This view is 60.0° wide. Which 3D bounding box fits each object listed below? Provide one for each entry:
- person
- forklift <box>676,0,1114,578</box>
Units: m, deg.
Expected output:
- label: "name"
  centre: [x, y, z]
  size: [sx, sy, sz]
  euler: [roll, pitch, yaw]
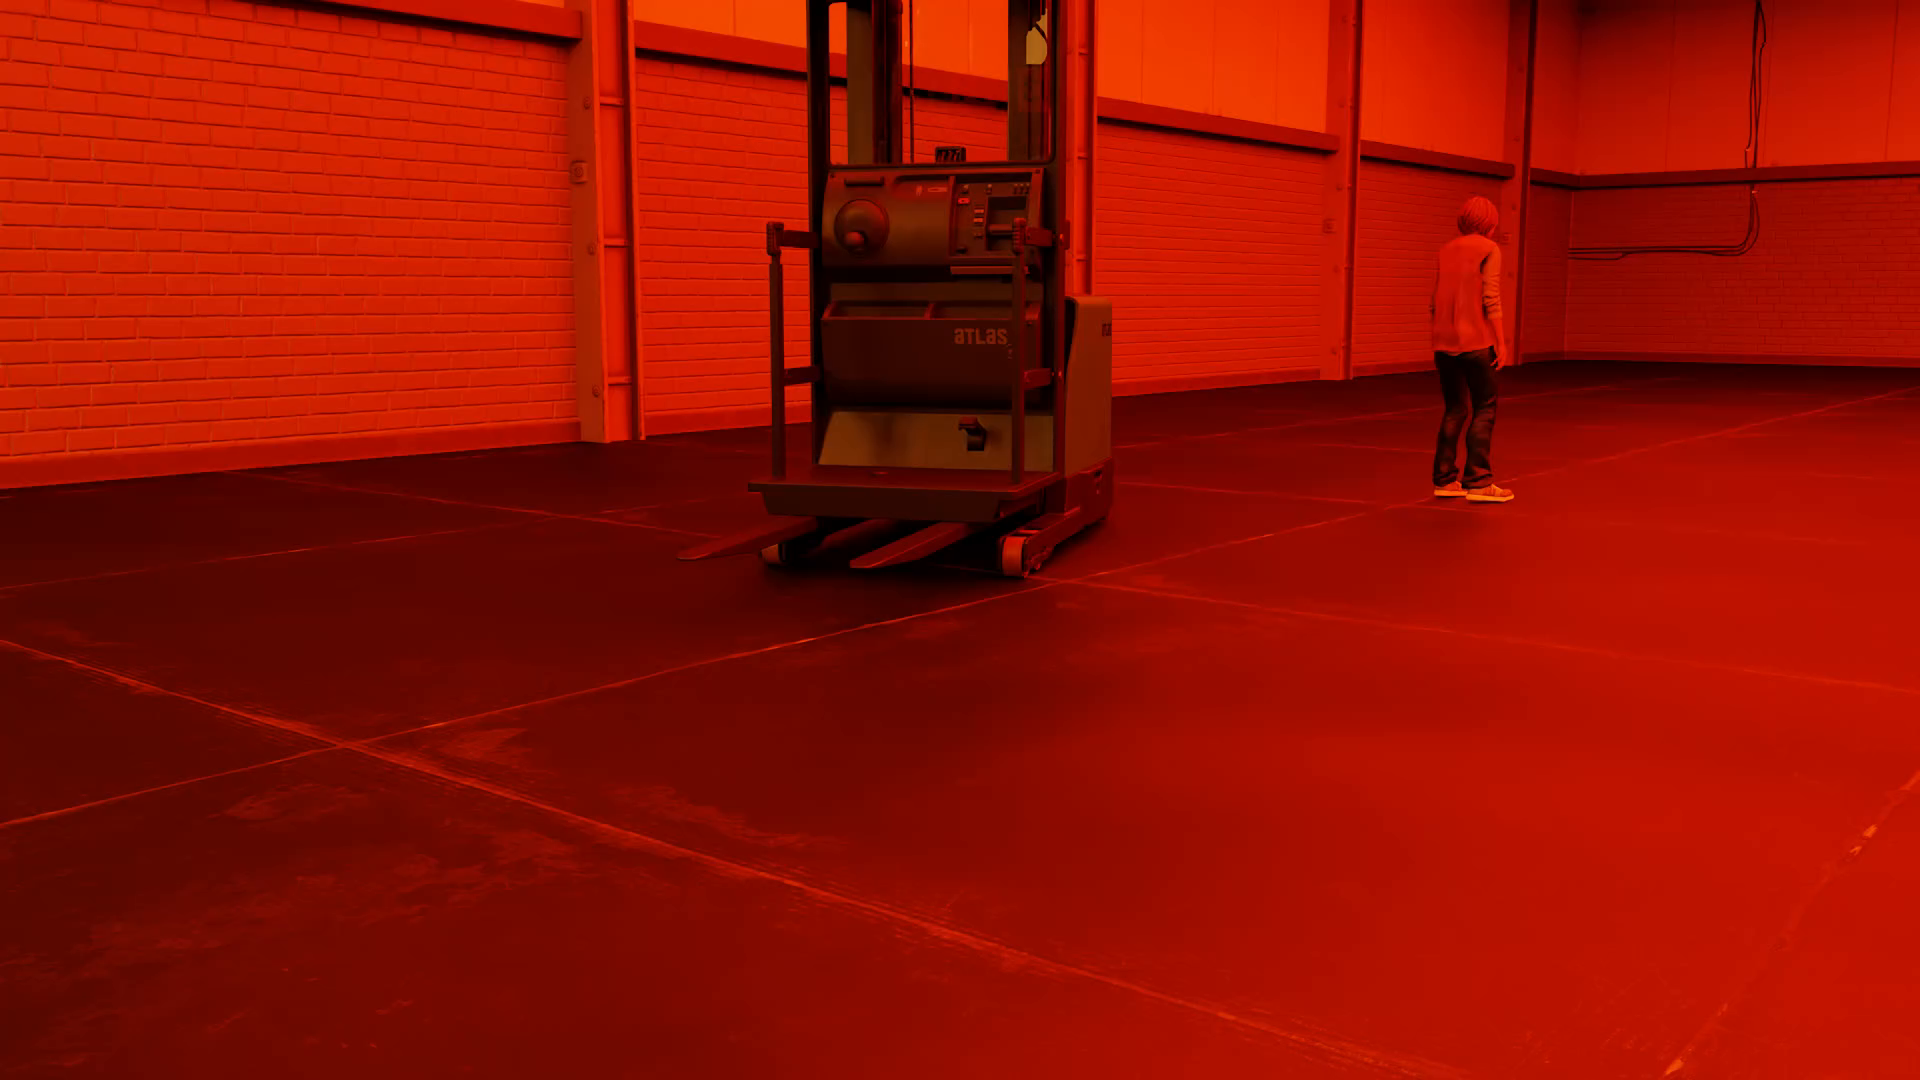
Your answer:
- label: "person"
  centre: [2.688, -1.007, 8.796]
  size: [0.345, 1.591, 0.477]
  euler: [-5, 10, -31]
- label: "forklift"
  centre: [-0.176, -1.366, 6.616]
  size: [1.130, 2.935, 3.031]
  euler: [3, 9, 17]
